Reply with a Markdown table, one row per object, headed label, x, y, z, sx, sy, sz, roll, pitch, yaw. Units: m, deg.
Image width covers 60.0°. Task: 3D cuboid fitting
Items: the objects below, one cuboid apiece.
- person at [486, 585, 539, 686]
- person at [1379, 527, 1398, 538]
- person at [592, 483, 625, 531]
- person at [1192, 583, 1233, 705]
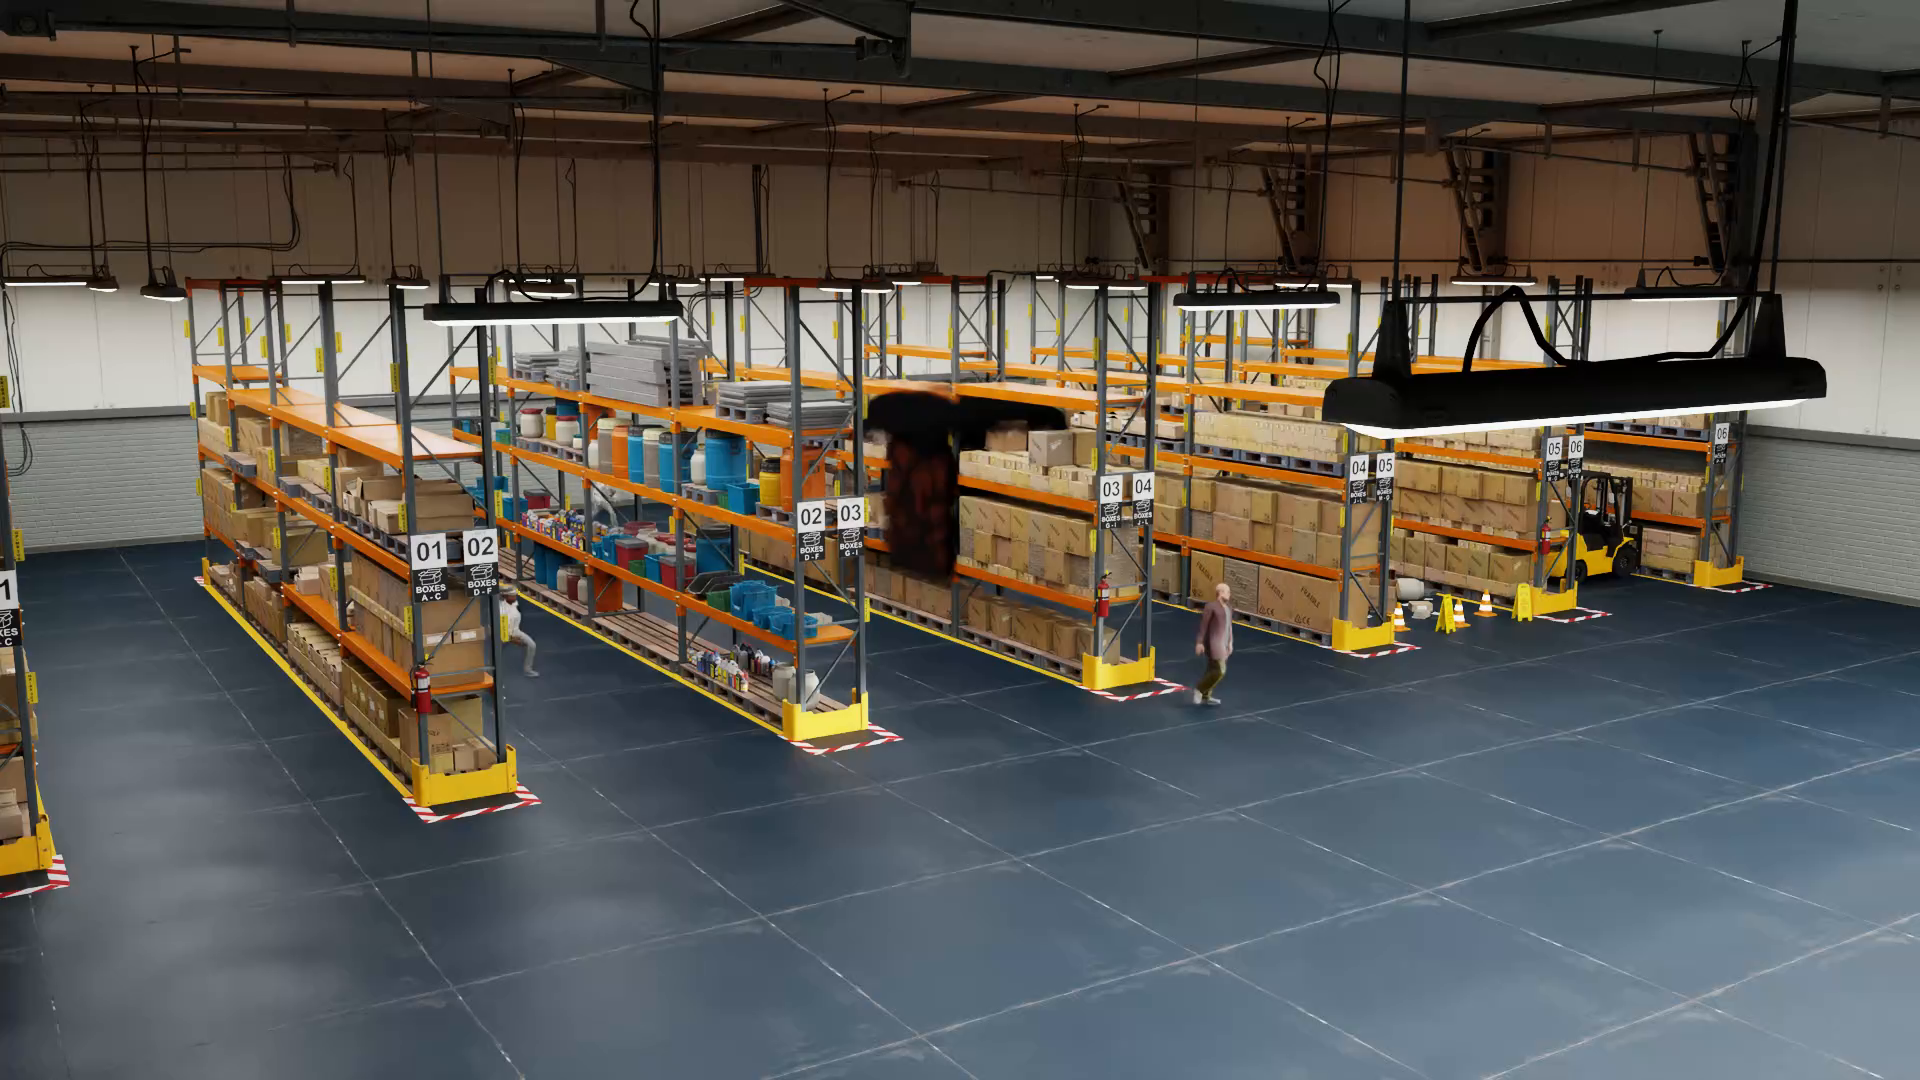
| label | x | y | z | sx | sy | sz | roll | pitch | yaw |
| --- | --- | --- | --- | --- | --- | --- | --- | --- | --- |
| person | -6.610 | 1.436 | 24.401 | 1.020 | 1.608 | 0.478 | 6 | 11 | 32 |
| person | 9.249 | -0.435 | 35.665 | 0.612 | 1.648 | 0.512 | -6 | 11 | -33 |
| person | -8.349 | -0.890 | 38.674 | 1.134 | 1.480 | 0.581 | -1 | 10 | -3 |
| person | 3.638 | 1.495 | 23.734 | 0.549 | 1.759 | 0.711 | 7 | 12 | 35 |
